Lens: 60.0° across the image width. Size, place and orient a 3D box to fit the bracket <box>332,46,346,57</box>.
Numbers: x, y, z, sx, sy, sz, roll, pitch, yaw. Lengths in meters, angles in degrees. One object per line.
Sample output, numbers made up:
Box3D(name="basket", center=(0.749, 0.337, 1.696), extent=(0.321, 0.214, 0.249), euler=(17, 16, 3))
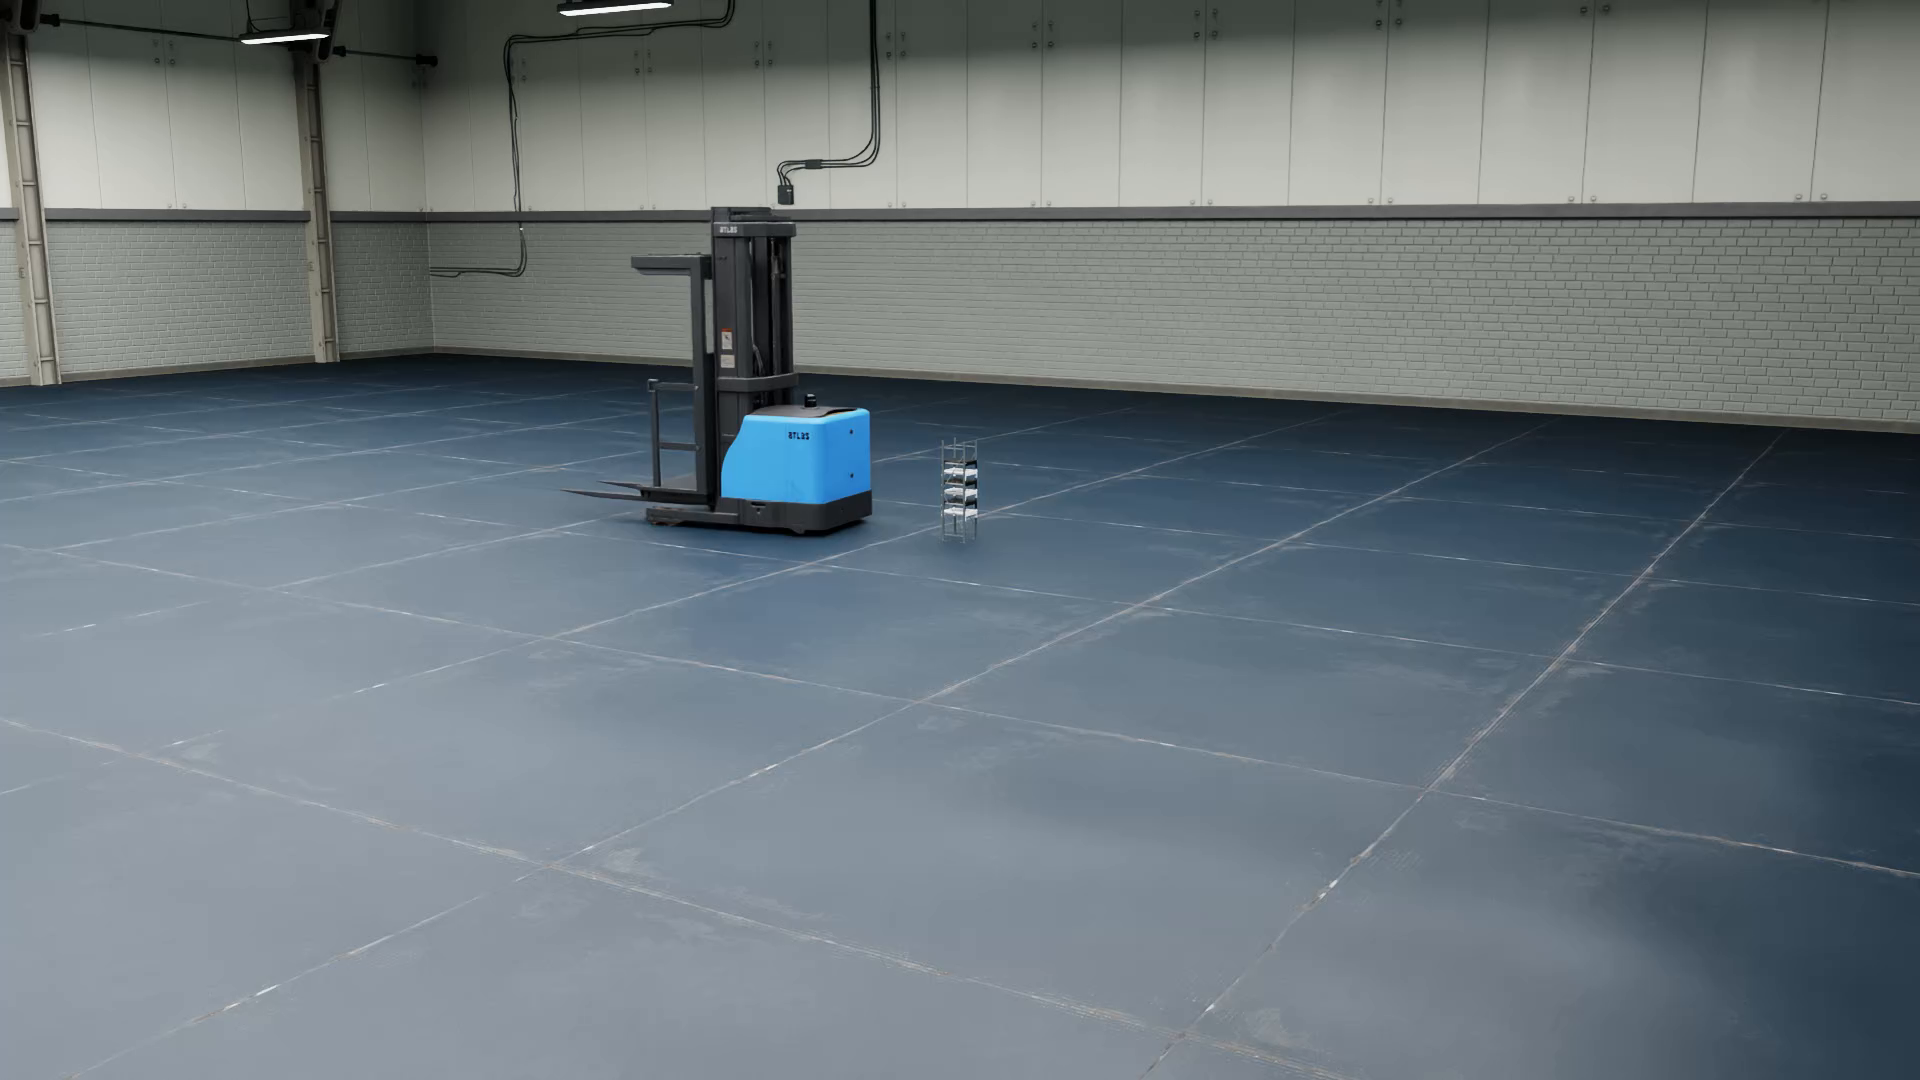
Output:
Box3D(name="bracket", center=(-12.718, -9.954, 33.799), extent=(0.235, 0.232, 0.430), euler=(6, 12, 31))

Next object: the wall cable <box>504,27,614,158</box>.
Box3D(name="wall cable", center=(-8.265, -9.188, 34.204), extent=(3.097, 2.526, 0.112), euler=(6, 12, 31))

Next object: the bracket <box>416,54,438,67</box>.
Box3D(name="bracket", center=(-11.487, -10.326, 35.790), extent=(0.235, 0.232, 0.430), euler=(6, 12, 31))

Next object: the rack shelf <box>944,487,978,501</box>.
Box3D(name="rack shelf", center=(-0.004, -0.408, 14.785), extent=(0.258, 0.077, 0.200), euler=(6, 12, 31))

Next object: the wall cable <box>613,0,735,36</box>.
Box3D(name="wall cable", center=(-5.620, -11.128, 32.206), extent=(3.097, 2.526, 0.112), euler=(6, 12, 31))

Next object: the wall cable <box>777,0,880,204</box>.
Box3D(name="wall cable", center=(-2.471, -9.252, 30.592), extent=(2.305, 6.003, 0.169), euler=(6, 12, 31))

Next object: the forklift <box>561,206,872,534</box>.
Box3D(name="forklift", center=(-2.394, -1.652, 15.728), extent=(3.031, 2.935, 1.130), euler=(5, 12, 24))

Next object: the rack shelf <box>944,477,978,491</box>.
Box3D(name="rack shelf", center=(-0.004, -0.497, 14.769), extent=(0.258, 0.077, 0.200), euler=(6, 12, 31))

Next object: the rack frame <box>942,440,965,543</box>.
Box3D(name="rack frame", center=(-0.057, -0.425, 14.694), extent=(0.240, 0.900, 0.006), euler=(6, 12, 31))

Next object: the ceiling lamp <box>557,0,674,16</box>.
Box3D(name="ceiling lamp", center=(-4.867, -9.255, 23.985), extent=(2.000, 3.185, 0.800), euler=(6, 12, 31))

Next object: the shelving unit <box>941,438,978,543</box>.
Box3D(name="shelving unit", center=(-0.004, -0.441, 14.779), extent=(0.258, 0.900, 0.210), euler=(6, 12, 31))

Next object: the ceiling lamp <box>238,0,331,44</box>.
Box3D(name="ceiling lamp", center=(-11.183, -9.961, 27.756), extent=(2.000, 3.185, 0.800), euler=(6, 12, 31))

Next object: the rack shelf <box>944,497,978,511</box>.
Box3D(name="rack shelf", center=(-0.004, -0.320, 14.802), extent=(0.258, 0.077, 0.200), euler=(6, 12, 31))

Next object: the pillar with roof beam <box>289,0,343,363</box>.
Box3D(name="pillar with roof beam", center=(-9.557, -7.742, 31.766), extent=(9.100, 9.000, 0.548), euler=(6, 12, 31))

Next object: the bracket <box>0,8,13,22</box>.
Box3D(name="bracket", center=(-16.264, -8.879, 28.062), extent=(0.235, 0.232, 0.430), euler=(6, 12, 31))

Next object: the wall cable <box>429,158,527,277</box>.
Box3D(name="wall cable", center=(-10.577, -6.964, 36.049), extent=(3.097, 2.526, 0.112), euler=(6, 12, 31))

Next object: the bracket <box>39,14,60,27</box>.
Box3D(name="bracket", center=(-15.833, -9.010, 28.759), extent=(0.235, 0.232, 0.430), euler=(6, 12, 31))

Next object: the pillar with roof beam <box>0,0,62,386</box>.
Box3D(name="pillar with roof beam", center=(-12.672, -6.798, 26.726), extent=(9.100, 9.000, 0.548), euler=(6, 12, 31))

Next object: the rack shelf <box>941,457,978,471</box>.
Box3D(name="rack shelf", center=(-0.004, -0.674, 14.736), extent=(0.258, 0.077, 0.200), euler=(6, 12, 31))

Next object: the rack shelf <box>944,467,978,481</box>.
Box3D(name="rack shelf", center=(-0.004, -0.585, 14.752), extent=(0.258, 0.077, 0.200), euler=(6, 12, 31))

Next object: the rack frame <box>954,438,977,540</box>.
Box3D(name="rack frame", center=(0.049, -0.457, 14.864), extent=(0.240, 0.900, 0.006), euler=(6, 12, 31))

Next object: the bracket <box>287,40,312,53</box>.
Box3D(name="bracket", center=(-13.149, -9.823, 33.102), extent=(0.235, 0.232, 0.430), euler=(6, 12, 31))

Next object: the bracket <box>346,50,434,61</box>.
Box3D(name="bracket", center=(-11.794, -10.233, 35.294), extent=(0.076, 0.066, 3.189), euler=(6, 12, 31))

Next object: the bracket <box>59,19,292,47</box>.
Box3D(name="bracket", center=(-14.486, -9.418, 30.938), extent=(0.076, 0.066, 4.783), euler=(6, 12, 31))

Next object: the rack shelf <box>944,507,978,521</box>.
Box3D(name="rack shelf", center=(-0.004, -0.231, 14.818), extent=(0.258, 0.077, 0.200), euler=(6, 12, 31))
